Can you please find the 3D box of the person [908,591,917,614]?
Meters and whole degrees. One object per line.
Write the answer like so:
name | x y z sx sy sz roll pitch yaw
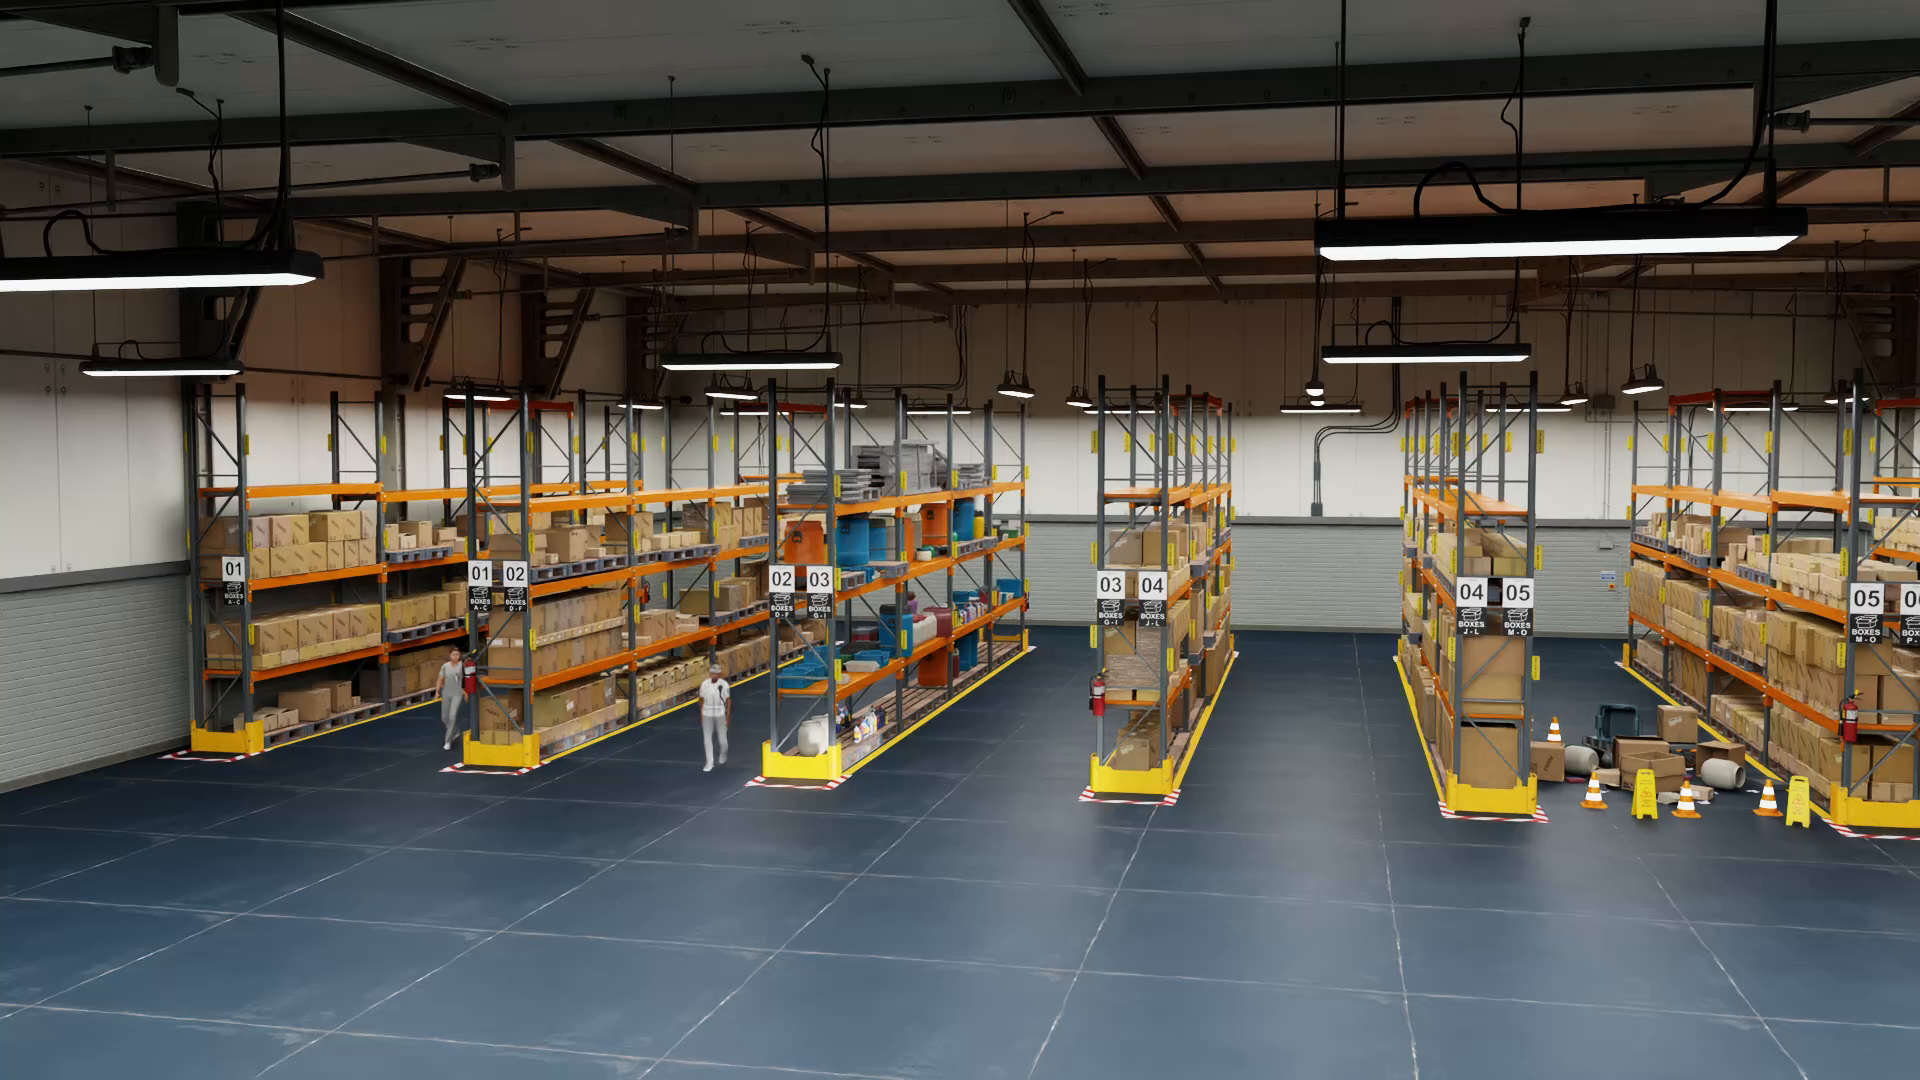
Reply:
person | -1.174 1.986 39.138 0.423 1.532 0.864 -3 5 -45

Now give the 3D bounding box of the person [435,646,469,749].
person | -8.452 2.609 27.711 0.520 1.669 0.767 0 3 -4

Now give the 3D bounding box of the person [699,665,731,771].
person | -3.792 2.716 25.732 0.498 1.650 0.578 0 3 -3
